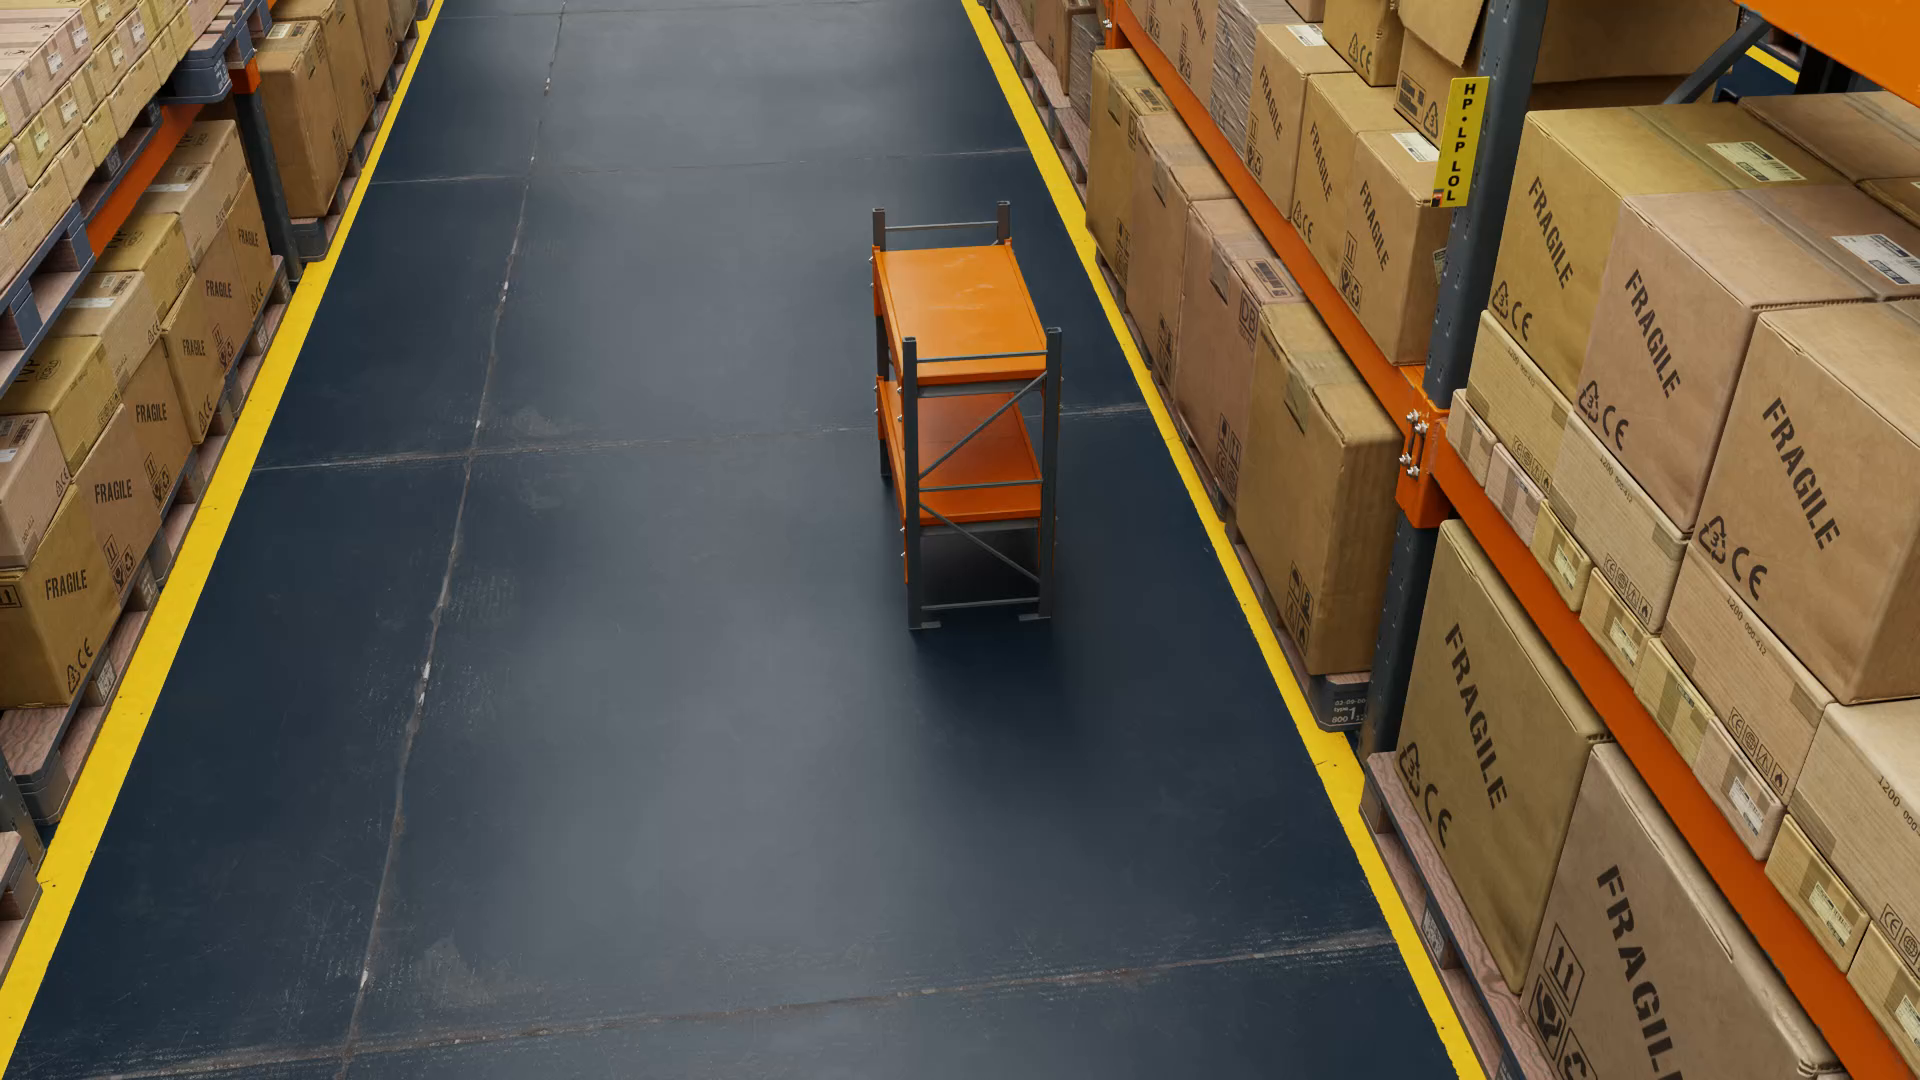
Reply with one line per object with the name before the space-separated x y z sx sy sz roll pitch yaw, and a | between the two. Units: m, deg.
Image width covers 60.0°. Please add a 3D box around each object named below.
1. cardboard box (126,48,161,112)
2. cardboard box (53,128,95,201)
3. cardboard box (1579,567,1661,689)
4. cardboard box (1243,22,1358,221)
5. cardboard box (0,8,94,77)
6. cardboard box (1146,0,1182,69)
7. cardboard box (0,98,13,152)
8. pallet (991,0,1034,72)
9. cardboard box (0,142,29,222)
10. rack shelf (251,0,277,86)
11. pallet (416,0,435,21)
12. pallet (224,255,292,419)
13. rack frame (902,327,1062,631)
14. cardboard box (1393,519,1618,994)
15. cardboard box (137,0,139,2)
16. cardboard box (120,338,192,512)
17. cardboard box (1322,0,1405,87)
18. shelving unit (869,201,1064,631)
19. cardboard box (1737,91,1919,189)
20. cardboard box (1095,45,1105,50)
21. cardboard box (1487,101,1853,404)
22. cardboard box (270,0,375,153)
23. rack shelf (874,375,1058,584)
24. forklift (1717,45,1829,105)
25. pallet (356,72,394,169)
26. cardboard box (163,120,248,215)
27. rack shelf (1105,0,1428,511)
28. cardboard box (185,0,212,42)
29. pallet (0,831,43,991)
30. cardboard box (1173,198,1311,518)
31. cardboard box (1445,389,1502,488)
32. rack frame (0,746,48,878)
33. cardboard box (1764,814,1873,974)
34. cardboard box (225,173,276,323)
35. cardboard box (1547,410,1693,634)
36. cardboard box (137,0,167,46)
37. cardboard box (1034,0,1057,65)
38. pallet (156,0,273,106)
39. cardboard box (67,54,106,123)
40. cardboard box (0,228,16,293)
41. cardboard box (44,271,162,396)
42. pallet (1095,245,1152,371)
cardboard box | -3.024 -1.591 5.771 0.380 0.149 0.250 -3 34 -5
cardboard box | -2.912 -1.146 5.118 0.380 0.149 0.250 -6 35 -8
cardboard box | 1.572 0.169 3.561 0.380 0.149 0.250 -5 35 -8
cardboard box | 1.283 -1.414 5.573 0.500 0.500 0.500 -5 35 -7
cardboard box | -2.947 -1.537 5.164 0.380 0.149 0.250 -3 34 -5
cardboard box | 1.083 -2.259 6.812 0.500 0.500 0.500 -5 35 -8
cardboard box | -2.847 -1.114 4.543 0.380 0.149 0.250 -4 34 -6
pallet | 0.784 -3.442 11.114 1.003 0.211 1.213 -4 35 -6
cardboard box | -2.844 -0.981 4.612 0.380 0.149 0.250 -4 34 -5
rack shelf | -3.982 -3.296 9.062 1.077 0.370 4.000 -4 35 -6
pallet | -4.275 -3.988 11.914 1.003 0.211 1.213 -4 35 -6
pallet | -3.609 -0.889 7.367 1.003 0.211 1.213 -4 35 -6
rack frame | 0.069 -0.177 5.511 0.500 1.125 0.032 -4 35 -6
cardboard box | 1.763 0.514 4.346 0.875 0.875 0.875 -4 35 -6
cardboard box | -3.060 -1.984 5.820 0.380 0.149 0.250 -4 35 -6
cardboard box | -3.168 -0.405 6.027 0.500 0.500 0.500 -4 34 -6
cardboard box | 1.579 -1.760 5.190 0.797 0.503 0.637 -4 34 -6
shelving unit | 0.001 -0.461 5.928 0.538 1.125 1.048 -4 35 -6
cardboard box | 2.081 -0.699 3.816 0.500 0.500 0.500 -3 34 -5
cardboard box | 1.106 -2.318 8.817 0.700 0.500 0.500 -6 35 -9
cardboard box | 1.565 -0.649 3.742 0.500 0.500 0.500 -4 35 -6
cardboard box | -3.826 -2.556 8.961 1.050 0.750 0.750 -4 34 -6
rack shelf | 0.001 -0.259 6.065 0.538 0.278 1.000 -4 35 -6
forklift | 3.457 -1.668 6.094 1.130 2.935 3.031 -3 34 -4
pallet | -3.905 -2.450 9.658 1.003 0.211 1.213 -4 35 -6
cardboard box | -3.361 -1.566 7.066 0.500 0.250 0.500 -5 35 -8
rack shelf | 1.485 -1.384 6.255 1.077 0.370 4.000 -4 35 -6
cardboard box | -3.124 -2.025 6.408 0.380 0.149 0.250 -4 34 -6
pallet | -3.049 1.279 4.186 1.003 0.211 1.213 -4 35 -6
cardboard box | 1.527 -0.715 6.149 1.225 0.875 0.875 -6 35 -8
cardboard box | 1.464 -0.271 4.207 0.380 0.149 0.250 -4 35 -6
rack frame | -3.175 -0.246 3.947 1.000 3.000 0.127 -4 35 -6
cardboard box | 1.675 0.599 2.930 0.380 0.149 0.250 -5 35 -8
cardboard box | -3.365 -1.271 7.298 0.500 0.500 0.500 -5 35 -7
cardboard box | 1.619 -0.066 3.552 0.500 0.250 0.500 -5 35 -7
cardboard box | -3.055 -1.855 5.894 0.380 0.149 0.250 -5 35 -7
cardboard box | 0.860 -3.254 10.190 0.700 0.500 0.500 -7 35 -10
pallet | -3.511 -2.009 6.704 1.213 0.211 1.003 -4 35 -6
cardboard box | -2.953 -1.425 5.263 0.380 0.149 0.250 -5 35 -7
cardboard box | -2.815 -0.724 4.499 0.380 0.149 0.250 -4 34 -6
cardboard box | -3.151 -0.710 5.809 0.500 0.250 0.500 -3 34 -5
pallet | 1.247 -1.199 7.822 1.003 0.211 1.213 -4 35 -6
